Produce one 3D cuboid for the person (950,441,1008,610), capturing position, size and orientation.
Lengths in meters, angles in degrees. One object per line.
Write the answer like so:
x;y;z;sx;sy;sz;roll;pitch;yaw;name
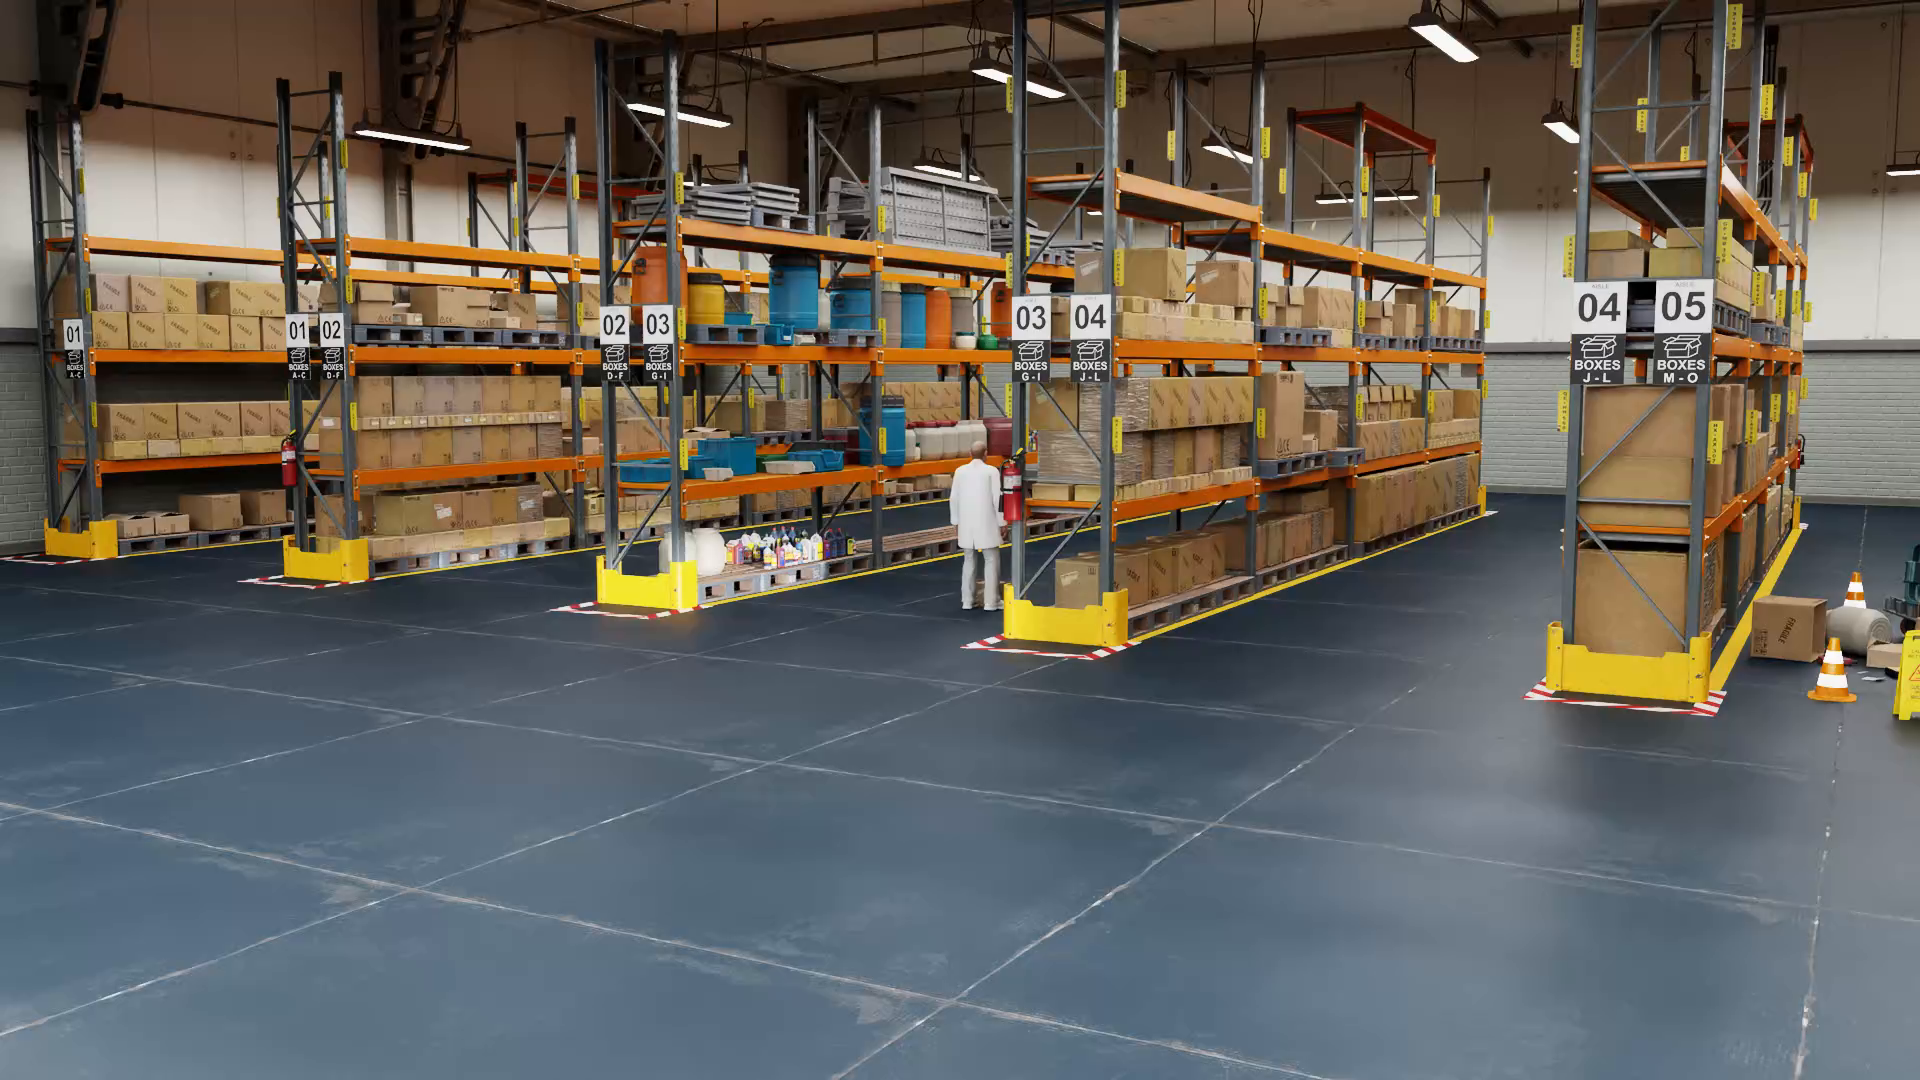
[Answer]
0.199;-0.156;17.601;0.655;1.775;0.419;3;6;26;person
